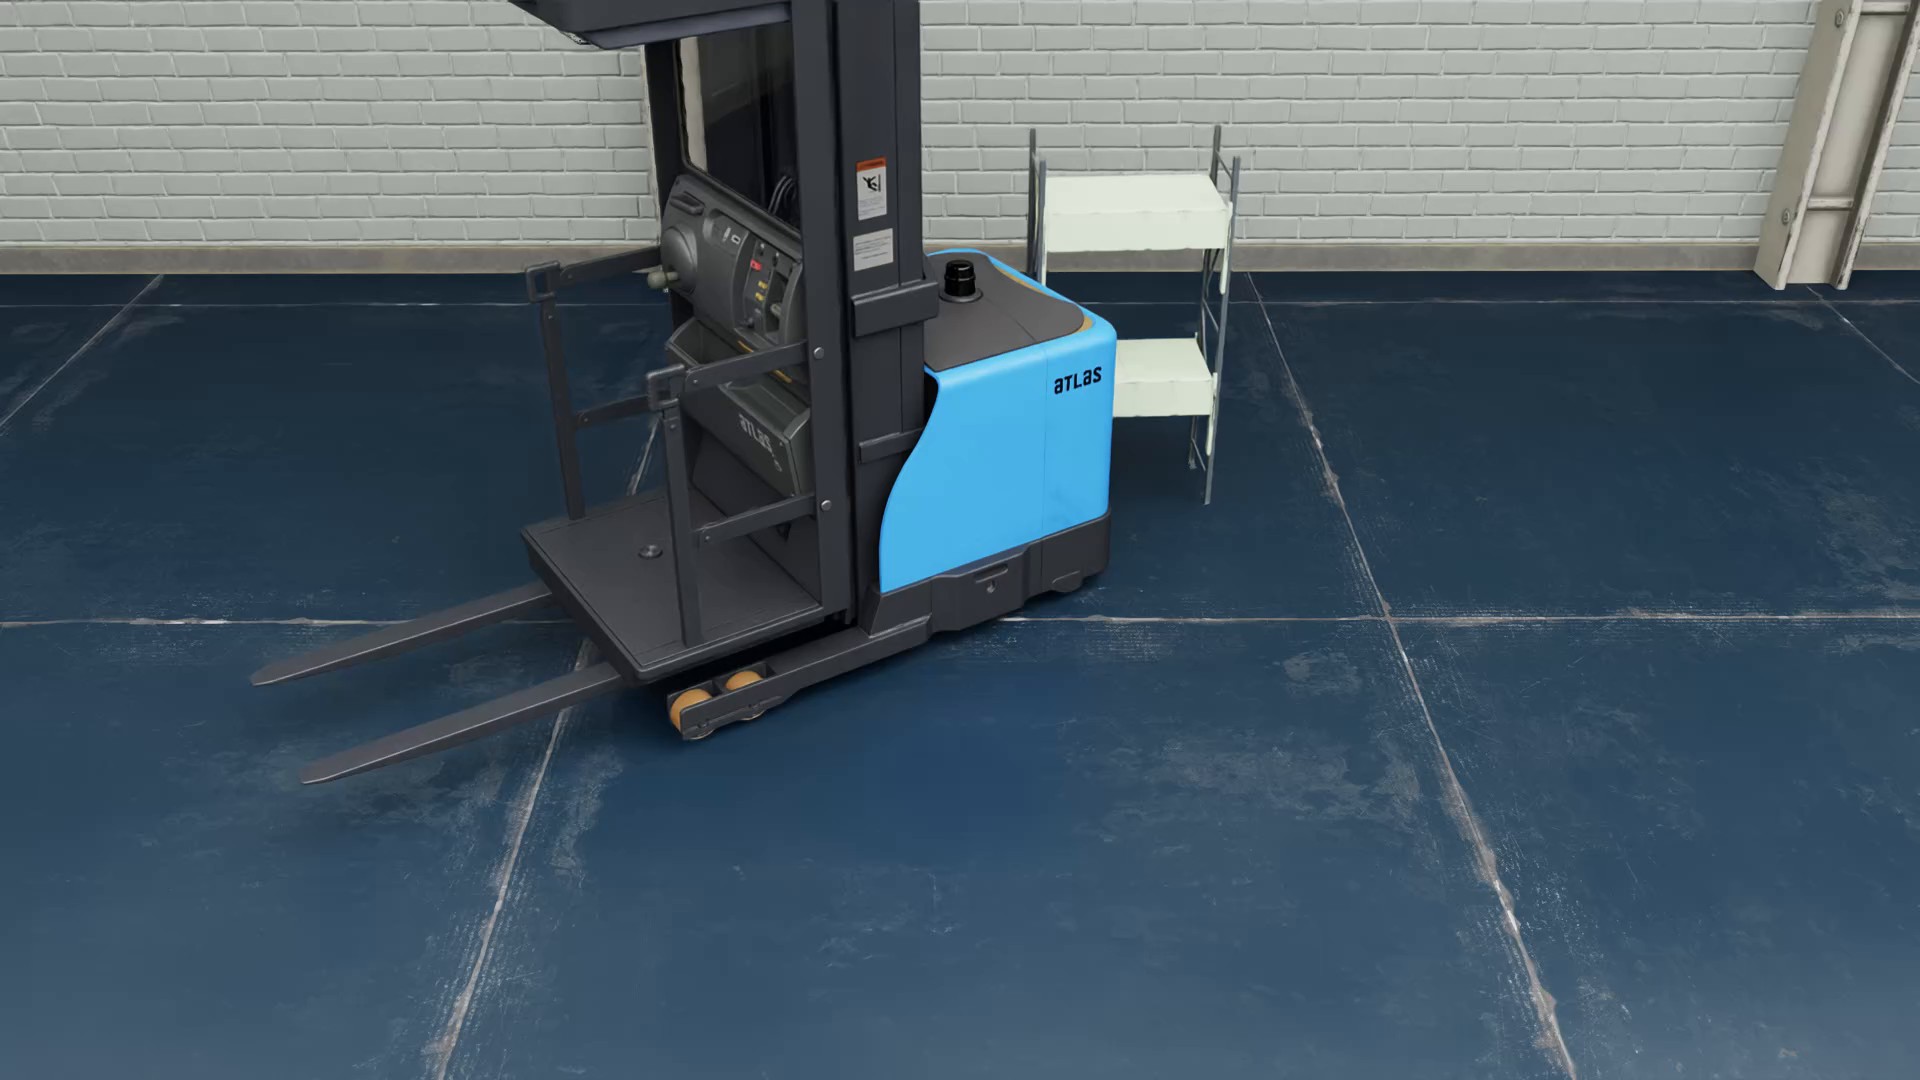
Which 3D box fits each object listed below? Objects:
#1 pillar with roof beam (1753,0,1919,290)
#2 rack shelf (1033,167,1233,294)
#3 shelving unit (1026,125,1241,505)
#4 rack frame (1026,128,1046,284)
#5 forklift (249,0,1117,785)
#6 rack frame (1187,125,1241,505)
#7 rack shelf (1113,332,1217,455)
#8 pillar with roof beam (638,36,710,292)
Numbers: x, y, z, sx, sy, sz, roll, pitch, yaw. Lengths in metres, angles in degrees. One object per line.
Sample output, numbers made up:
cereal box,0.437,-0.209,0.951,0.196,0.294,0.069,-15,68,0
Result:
pillar with roof beam,4.621,-3.047,3.097,0.400,9.000,9.100,0,31,0
rack shelf,0.662,-1.215,6.555,0.720,0.370,0.431,-2,31,-3
shelving unit,0.662,-0.882,6.757,0.755,1.500,0.431,-2,31,-3
rack frame,0.297,-0.869,6.737,0.023,1.500,0.400,-2,31,-3
forklift,-0.933,-0.891,5.393,3.031,2.935,1.130,-19,36,-28
rack frame,1.027,-0.894,6.777,0.023,1.500,0.400,-2,31,-3
rack shelf,0.662,-0.603,6.926,0.720,0.370,0.431,-2,31,-3
pillar with roof beam,-1.379,-3.028,3.066,0.400,9.000,9.100,0,31,0
